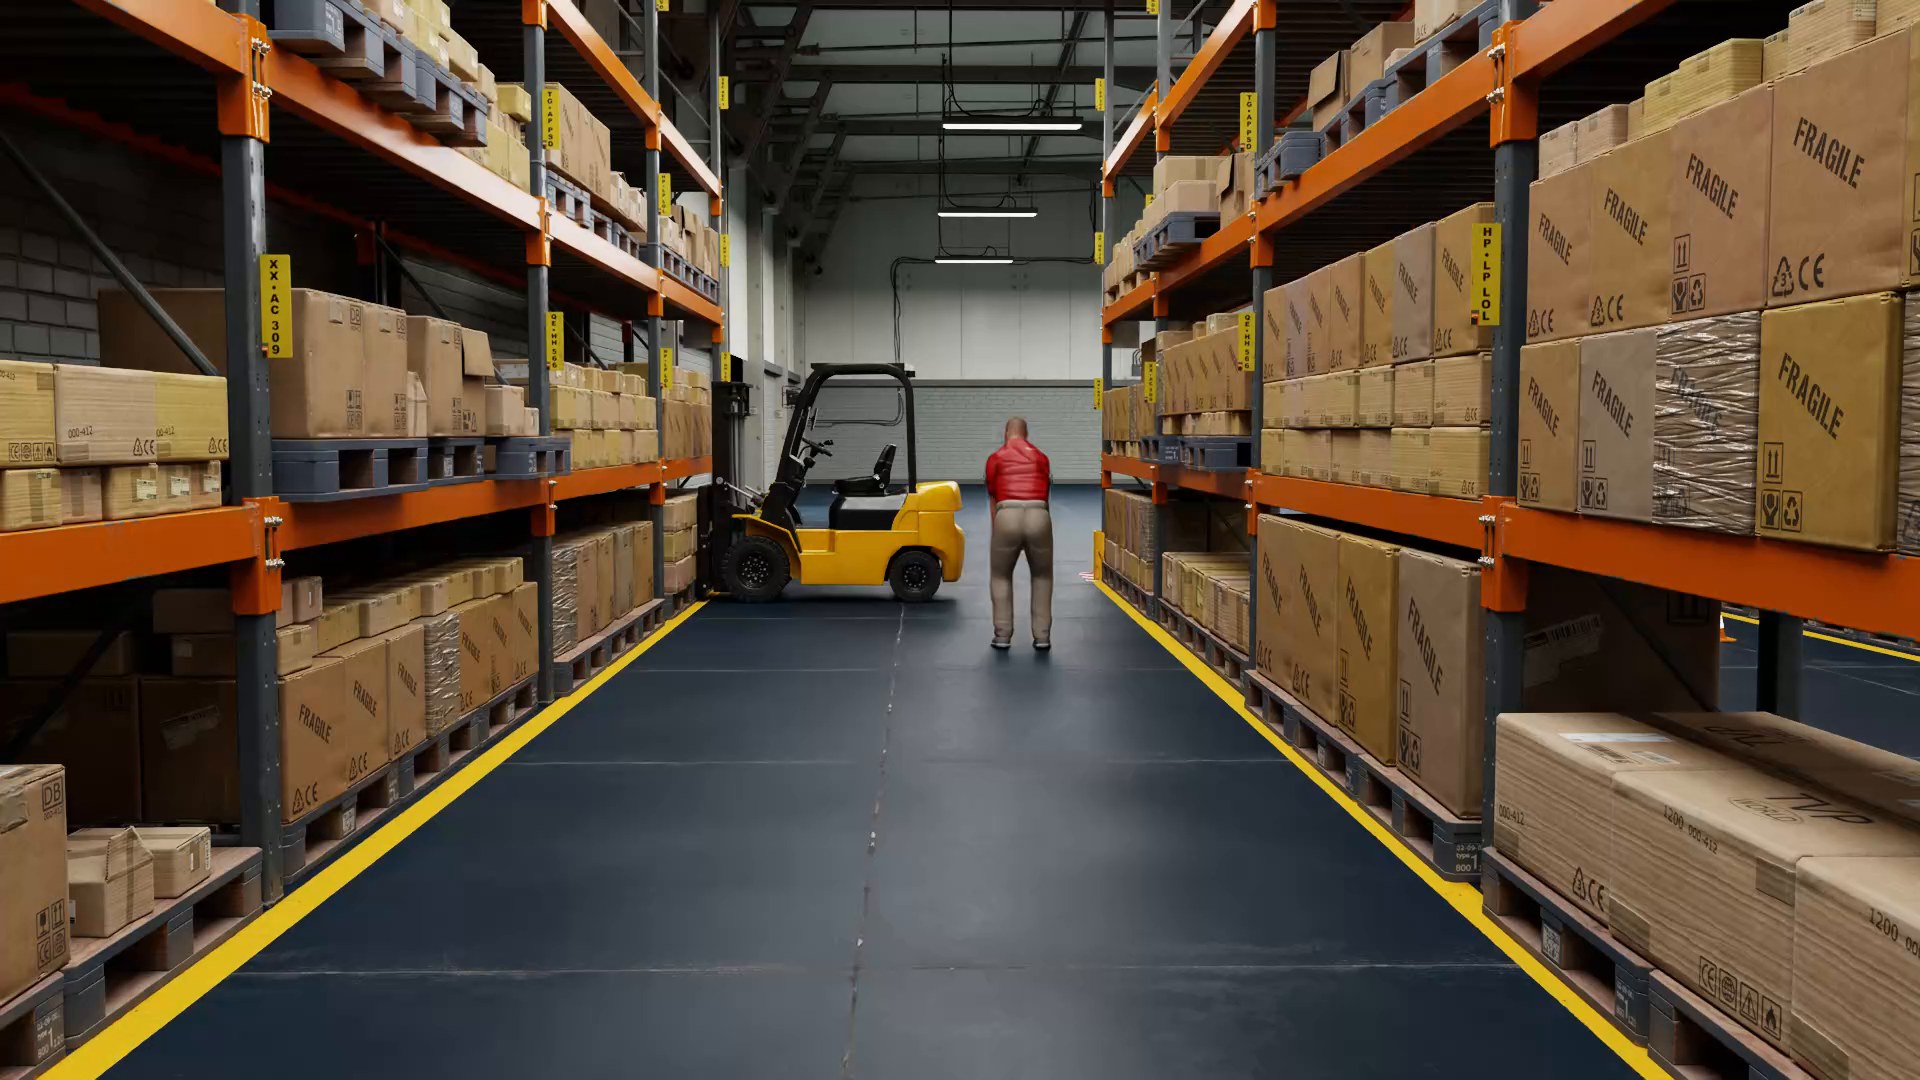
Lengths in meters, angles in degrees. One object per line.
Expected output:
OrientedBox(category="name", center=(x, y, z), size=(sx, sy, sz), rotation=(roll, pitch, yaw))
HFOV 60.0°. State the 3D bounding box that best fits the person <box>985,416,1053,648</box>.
OrientedBox(category="person", center=(0.425, -0.060, 11.917), size=(0.480, 1.655, 0.606), rotation=(0, 4, -2))
